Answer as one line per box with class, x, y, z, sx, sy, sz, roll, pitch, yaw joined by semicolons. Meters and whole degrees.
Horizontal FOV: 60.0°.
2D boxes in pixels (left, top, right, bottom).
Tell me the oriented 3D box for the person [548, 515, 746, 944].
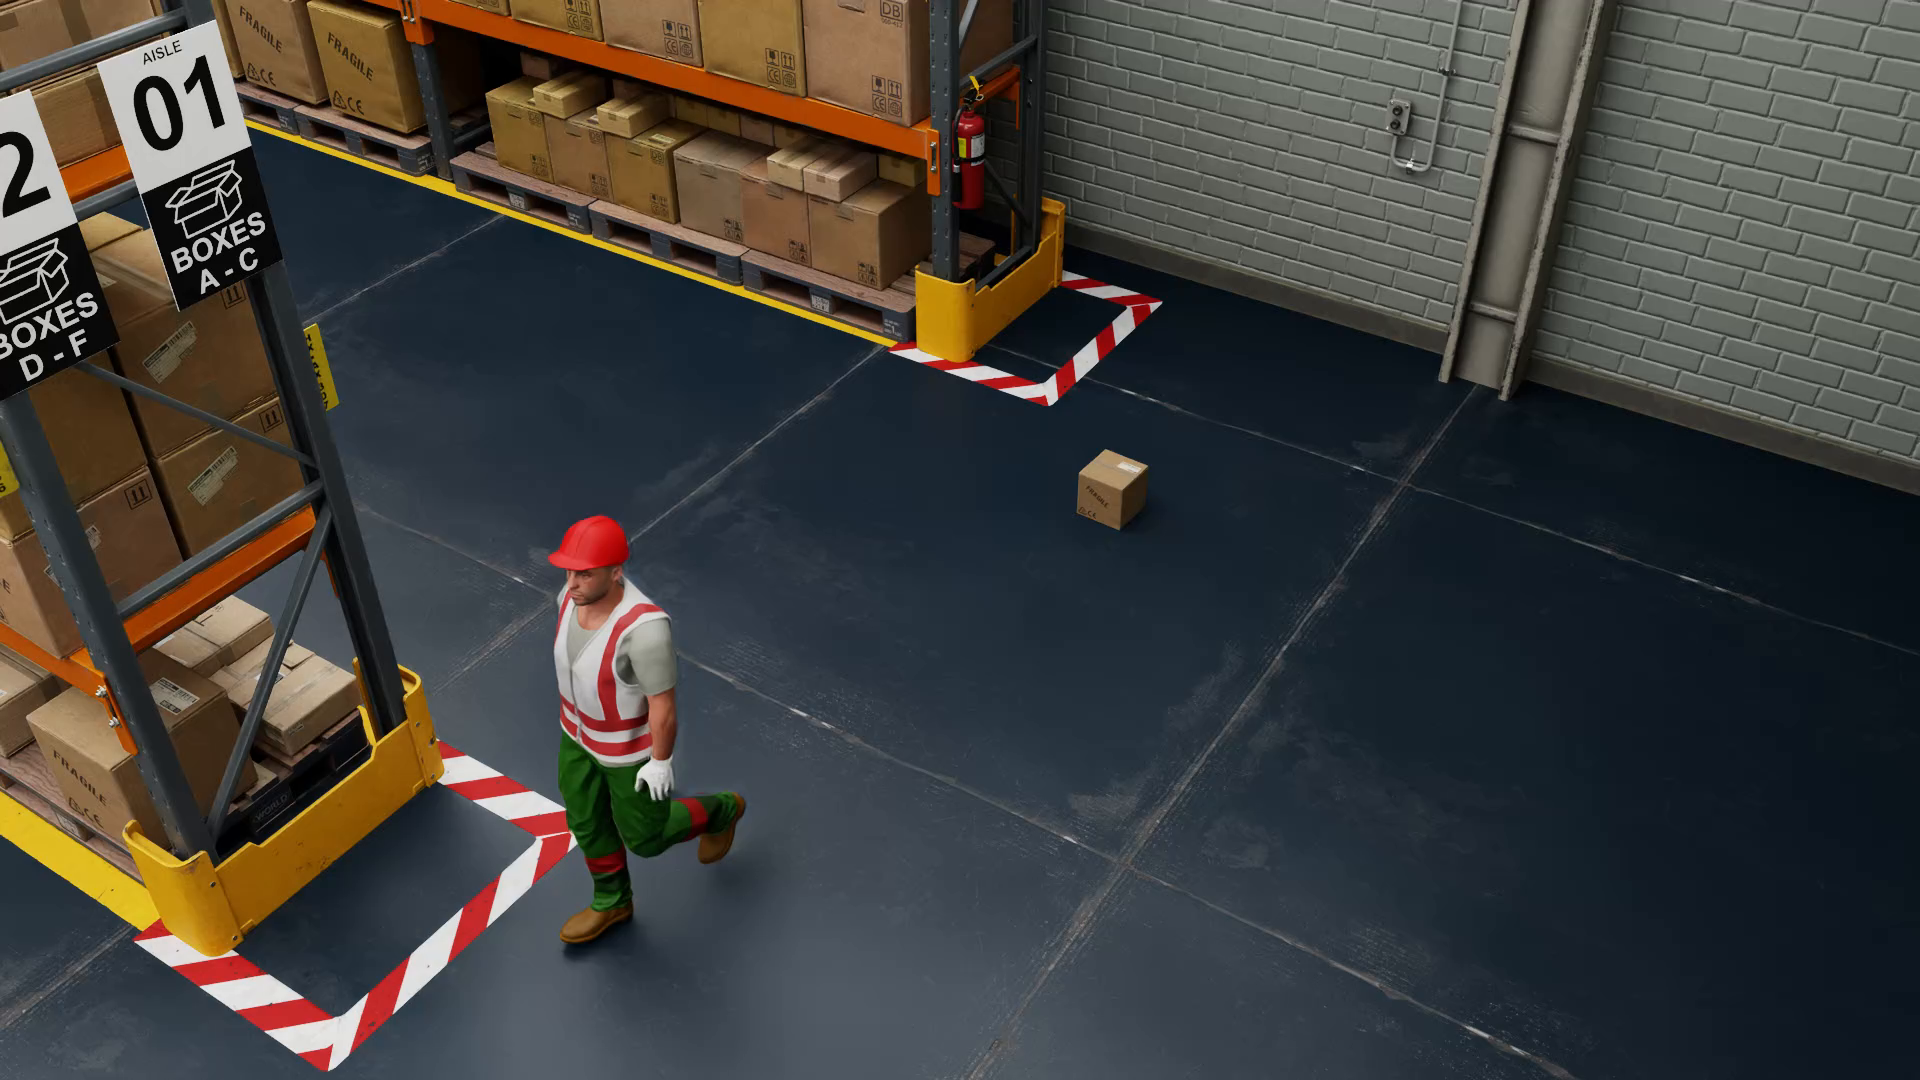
person;-1.161;0.654;5.807;0.551;1.770;0.789;28;46;31
